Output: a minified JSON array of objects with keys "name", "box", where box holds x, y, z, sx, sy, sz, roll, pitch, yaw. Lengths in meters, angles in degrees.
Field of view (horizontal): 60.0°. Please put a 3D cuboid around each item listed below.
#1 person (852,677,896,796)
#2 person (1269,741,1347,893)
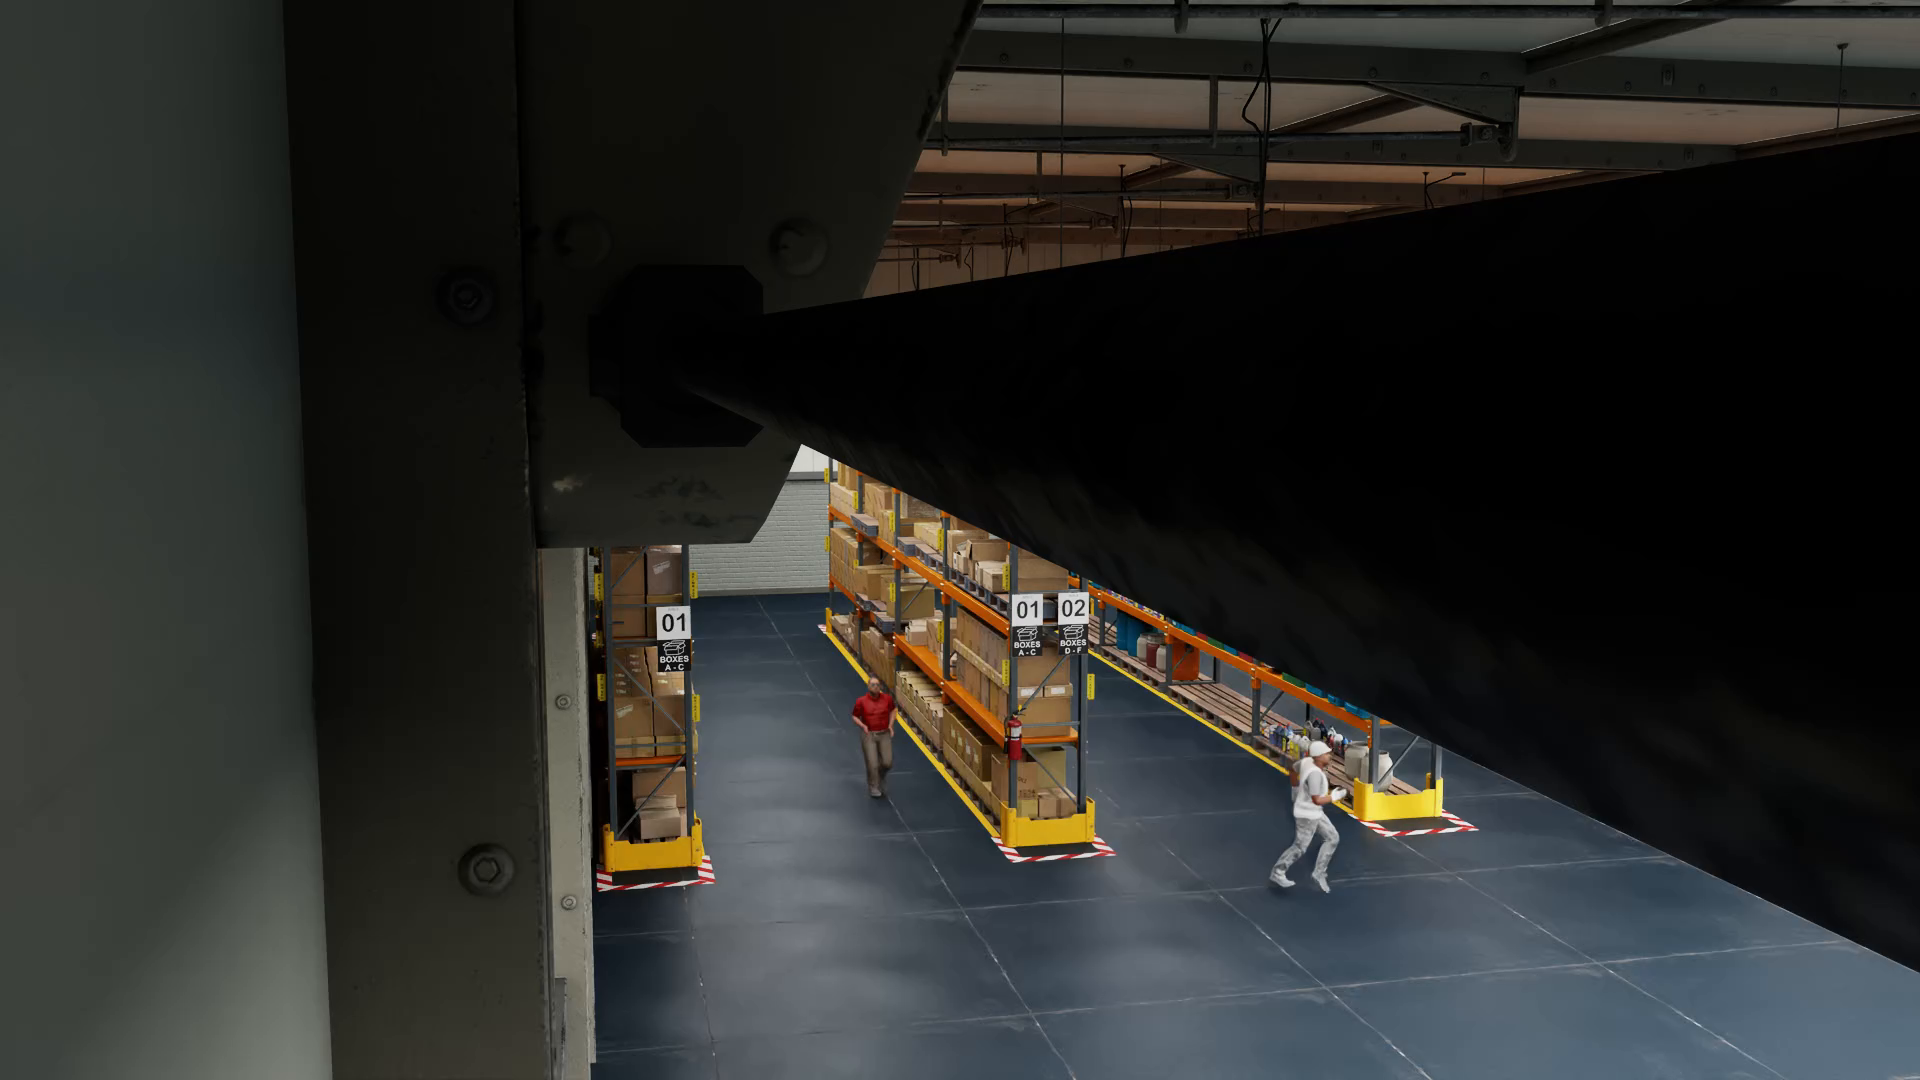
[{"name":"person","box":[-1.158,2.737,23.062,0.638,1.681,0.586,-2,7,-14]},{"name":"person","box":[4.009,3.186,19.140,0.849,1.796,0.713,1,7,12]}]
